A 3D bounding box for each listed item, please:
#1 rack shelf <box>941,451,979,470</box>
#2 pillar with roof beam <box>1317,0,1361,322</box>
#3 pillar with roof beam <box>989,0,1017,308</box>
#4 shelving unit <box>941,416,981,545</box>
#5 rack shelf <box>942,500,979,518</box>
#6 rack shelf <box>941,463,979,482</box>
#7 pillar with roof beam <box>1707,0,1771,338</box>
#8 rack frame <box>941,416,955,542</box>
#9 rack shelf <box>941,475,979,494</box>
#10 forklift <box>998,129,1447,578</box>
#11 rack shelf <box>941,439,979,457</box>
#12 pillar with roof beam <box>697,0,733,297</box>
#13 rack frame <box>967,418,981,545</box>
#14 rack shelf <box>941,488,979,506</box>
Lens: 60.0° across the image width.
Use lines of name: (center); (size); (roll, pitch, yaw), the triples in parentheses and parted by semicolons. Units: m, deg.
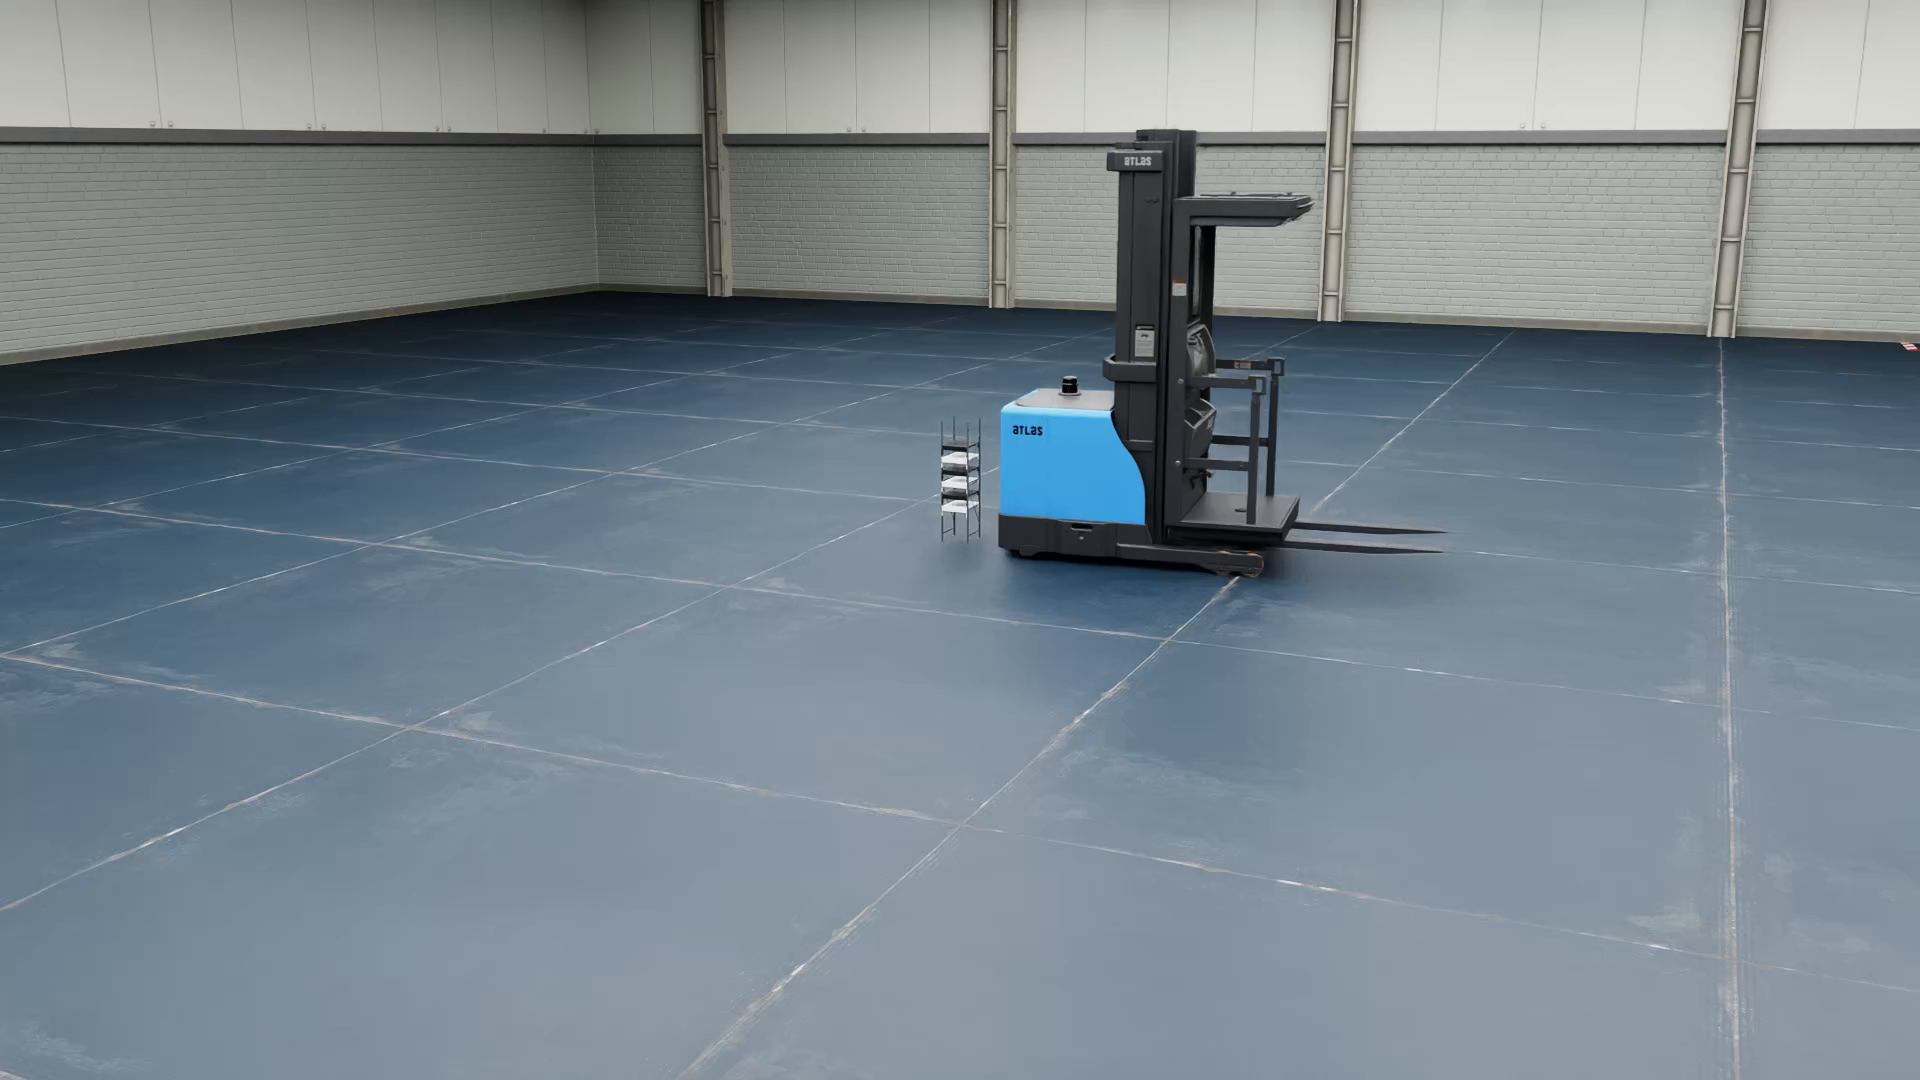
rack shelf: (0.007, -0.580, 12.115); (0.200, 0.077, 0.258); (6, 14, 23)
pillar with roof beam: (4.506, -7.180, 23.154); (0.400, 9.000, 9.100); (6, 14, 23)
pillar with roof beam: (-0.980, -7.735, 25.520); (0.400, 9.000, 9.100); (6, 14, 23)
shelving unit: (0.007, -0.437, 12.149); (0.210, 0.900, 0.258); (6, 14, 23)
rack shelf: (0.007, -0.230, 12.198); (0.200, 0.077, 0.258); (6, 14, 23)
rack shelf: (0.007, -0.493, 12.136); (0.200, 0.077, 0.258); (6, 14, 23)
pillar with roof beam: (9.992, -6.625, 20.788); (0.400, 9.000, 9.100); (6, 14, 23)
rack frame: (-0.086, -0.447, 12.189); (0.006, 0.900, 0.240); (6, 14, 23)
rack shelf: (0.007, -0.405, 12.156); (0.200, 0.077, 0.258); (6, 14, 23)
forklift: (1.845, -1.310, 11.422); (3.031, 2.935, 1.130); (4, 14, 17)
rack shelf: (0.007, -0.668, 12.095); (0.200, 0.077, 0.258); (6, 14, 23)
pillar with roof beam: (-6.466, -8.290, 27.886); (0.400, 9.000, 9.100); (6, 14, 23)
rack frame: (0.100, -0.428, 12.109); (0.006, 0.900, 0.240); (6, 14, 23)
rack shelf: (0.007, -0.317, 12.177); (0.200, 0.077, 0.258); (6, 14, 23)
